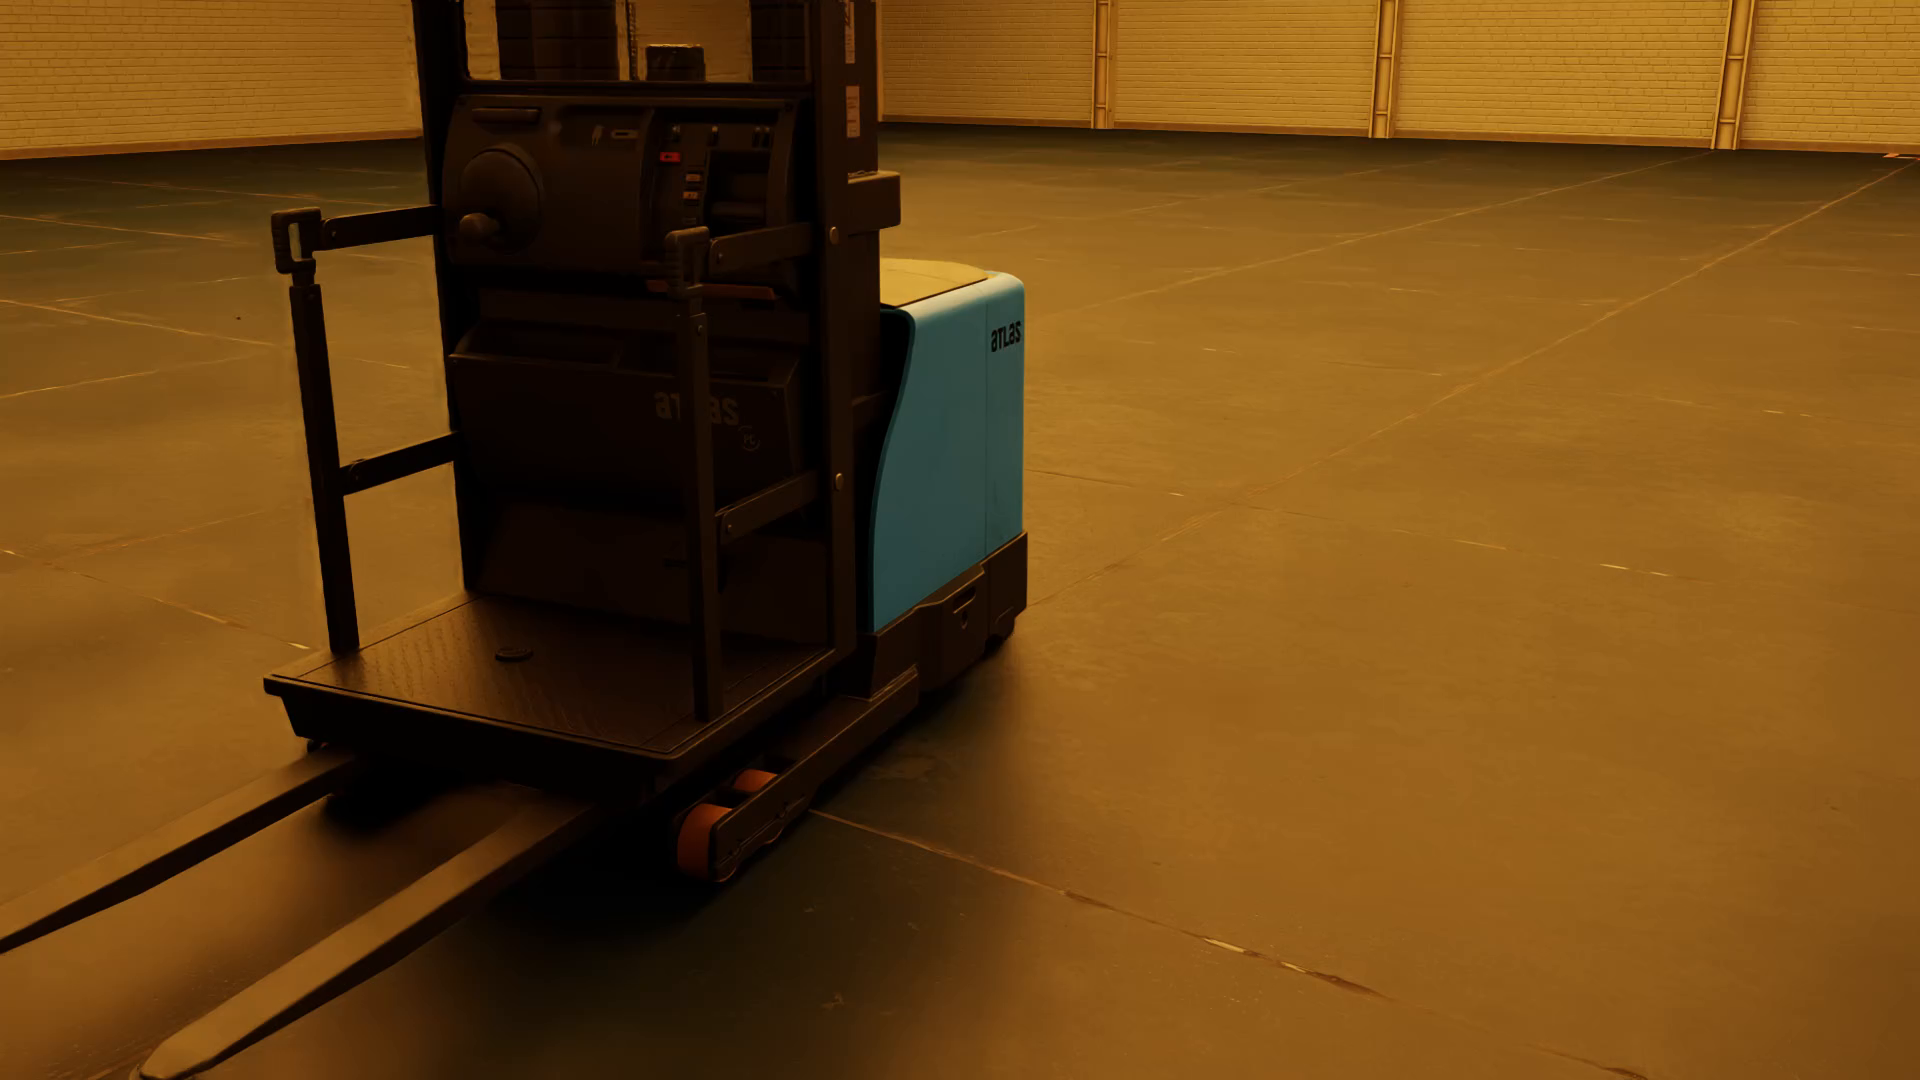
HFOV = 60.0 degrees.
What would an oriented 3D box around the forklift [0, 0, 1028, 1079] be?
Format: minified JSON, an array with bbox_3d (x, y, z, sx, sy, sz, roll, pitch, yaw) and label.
[{"bbox_3d":[-0.864,-0.818,3.568,1.130,2.935,3.031,7,18,23],"label":"forklift"}]
